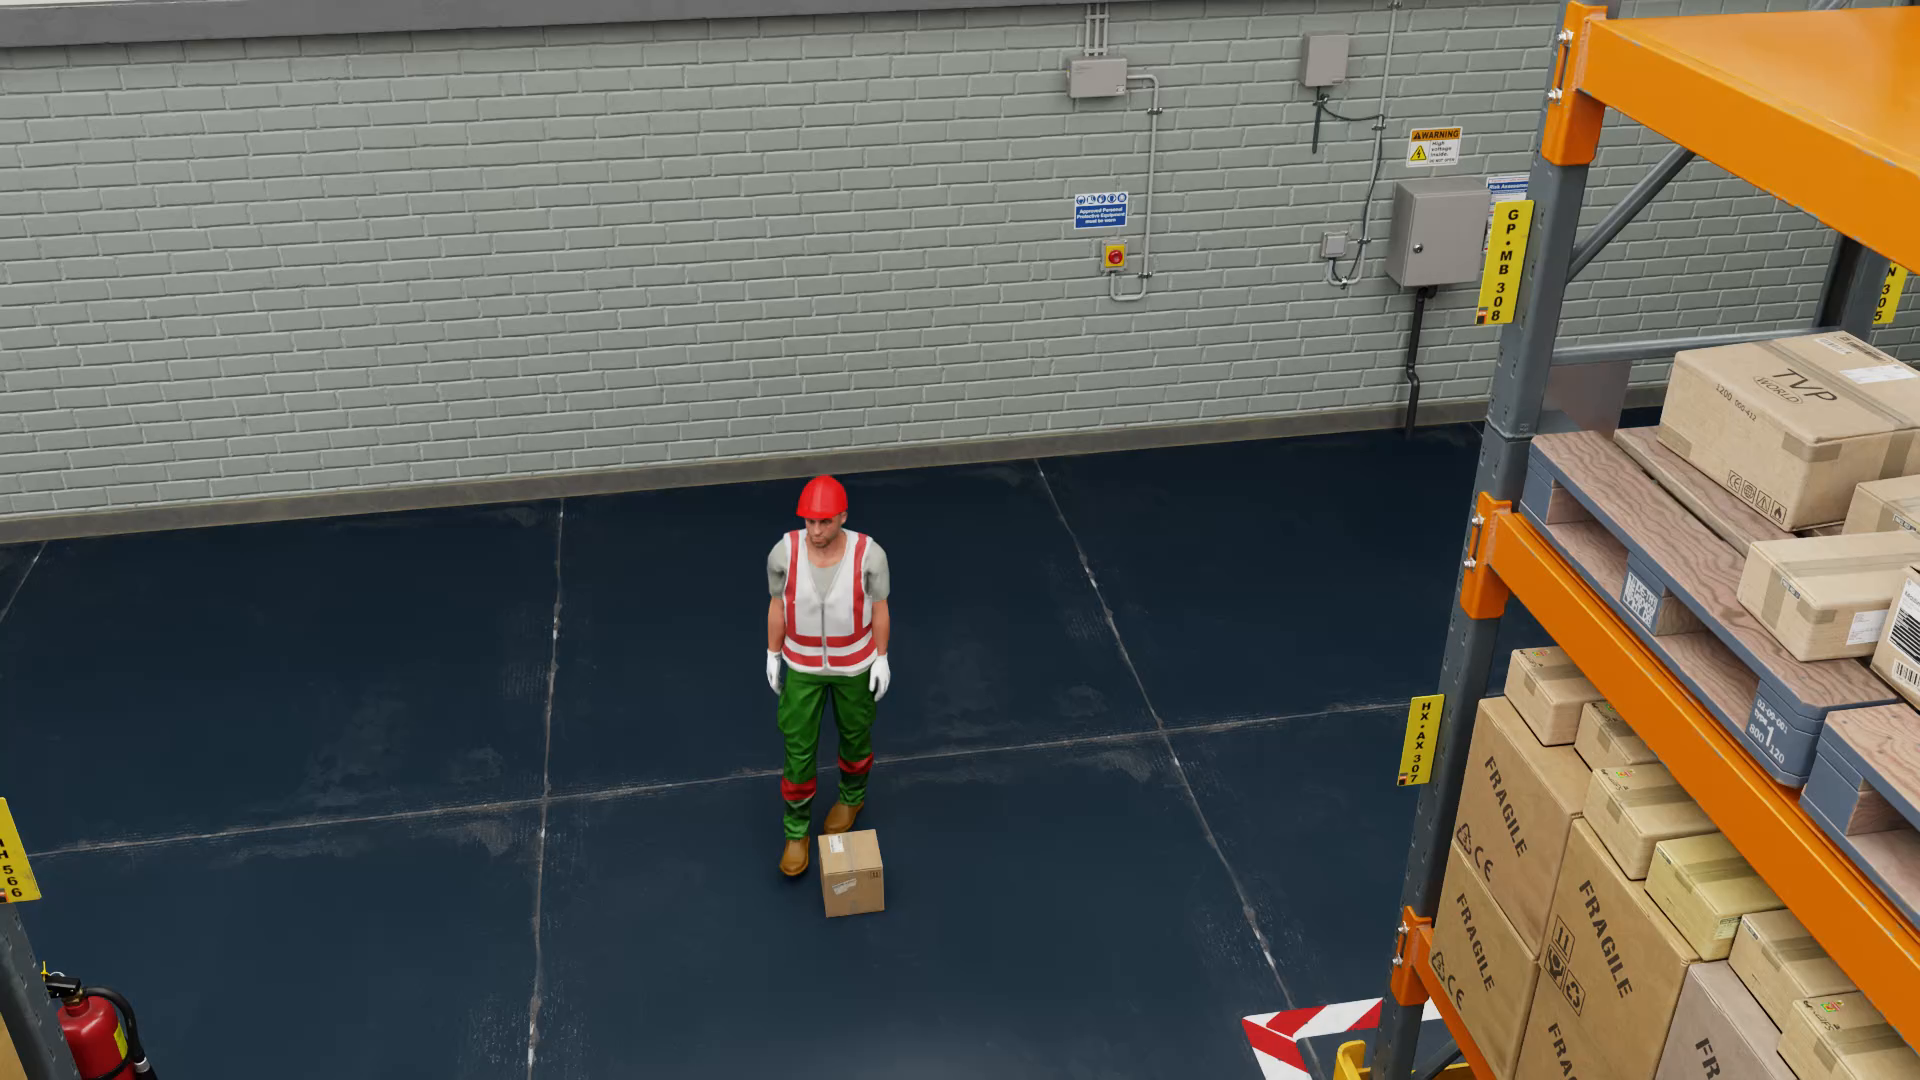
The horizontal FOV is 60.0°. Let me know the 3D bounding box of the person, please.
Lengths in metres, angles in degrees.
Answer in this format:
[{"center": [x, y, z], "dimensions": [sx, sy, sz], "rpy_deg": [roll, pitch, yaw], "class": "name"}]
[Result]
[{"center": [-0.573, 0.591, 7.100], "dimensions": [0.546, 1.788, 0.593], "rpy_deg": [0, 30, 1], "class": "person"}]
